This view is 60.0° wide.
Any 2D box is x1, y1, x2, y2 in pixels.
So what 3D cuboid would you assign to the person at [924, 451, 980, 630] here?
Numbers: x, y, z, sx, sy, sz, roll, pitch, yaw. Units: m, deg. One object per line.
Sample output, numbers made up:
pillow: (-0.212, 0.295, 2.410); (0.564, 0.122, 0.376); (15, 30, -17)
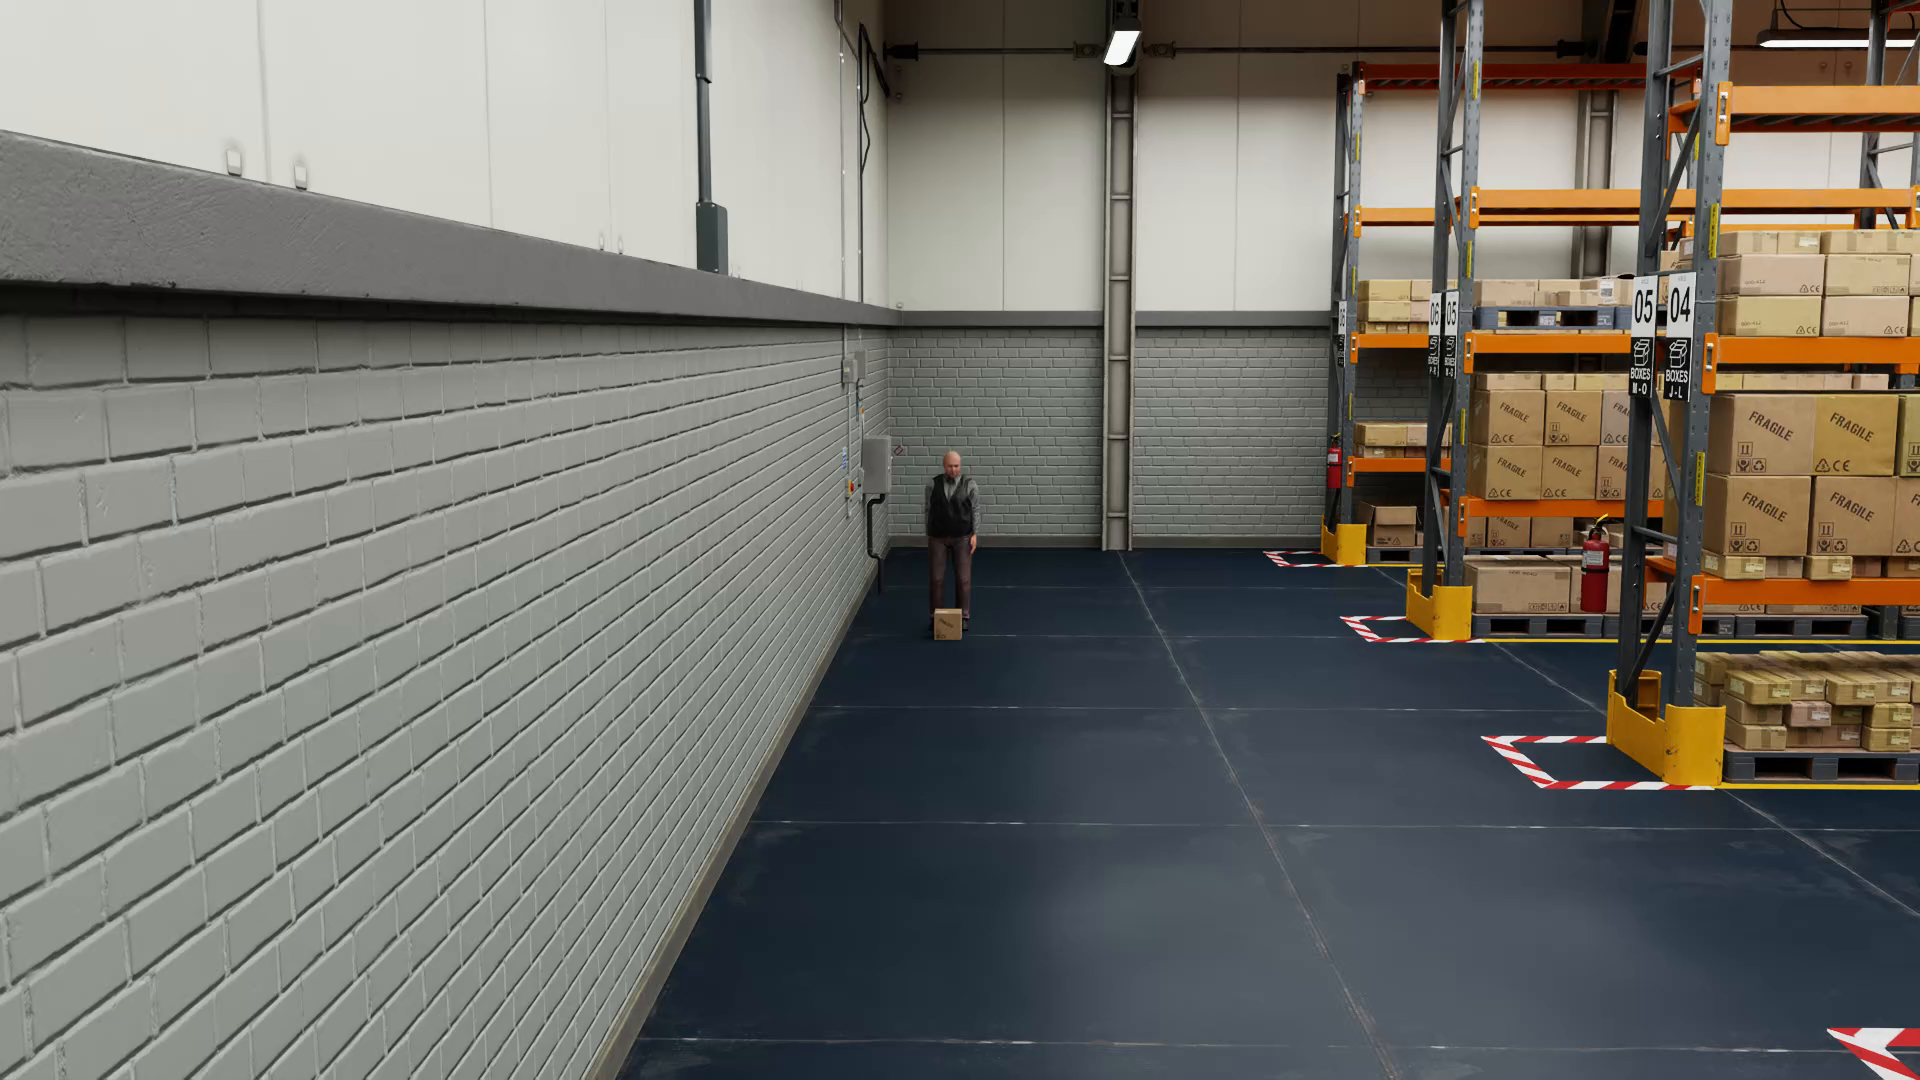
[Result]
person: (-0.074, 0.005, 15.900); (0.535, 1.714, 0.353); (0, 7, 2)
